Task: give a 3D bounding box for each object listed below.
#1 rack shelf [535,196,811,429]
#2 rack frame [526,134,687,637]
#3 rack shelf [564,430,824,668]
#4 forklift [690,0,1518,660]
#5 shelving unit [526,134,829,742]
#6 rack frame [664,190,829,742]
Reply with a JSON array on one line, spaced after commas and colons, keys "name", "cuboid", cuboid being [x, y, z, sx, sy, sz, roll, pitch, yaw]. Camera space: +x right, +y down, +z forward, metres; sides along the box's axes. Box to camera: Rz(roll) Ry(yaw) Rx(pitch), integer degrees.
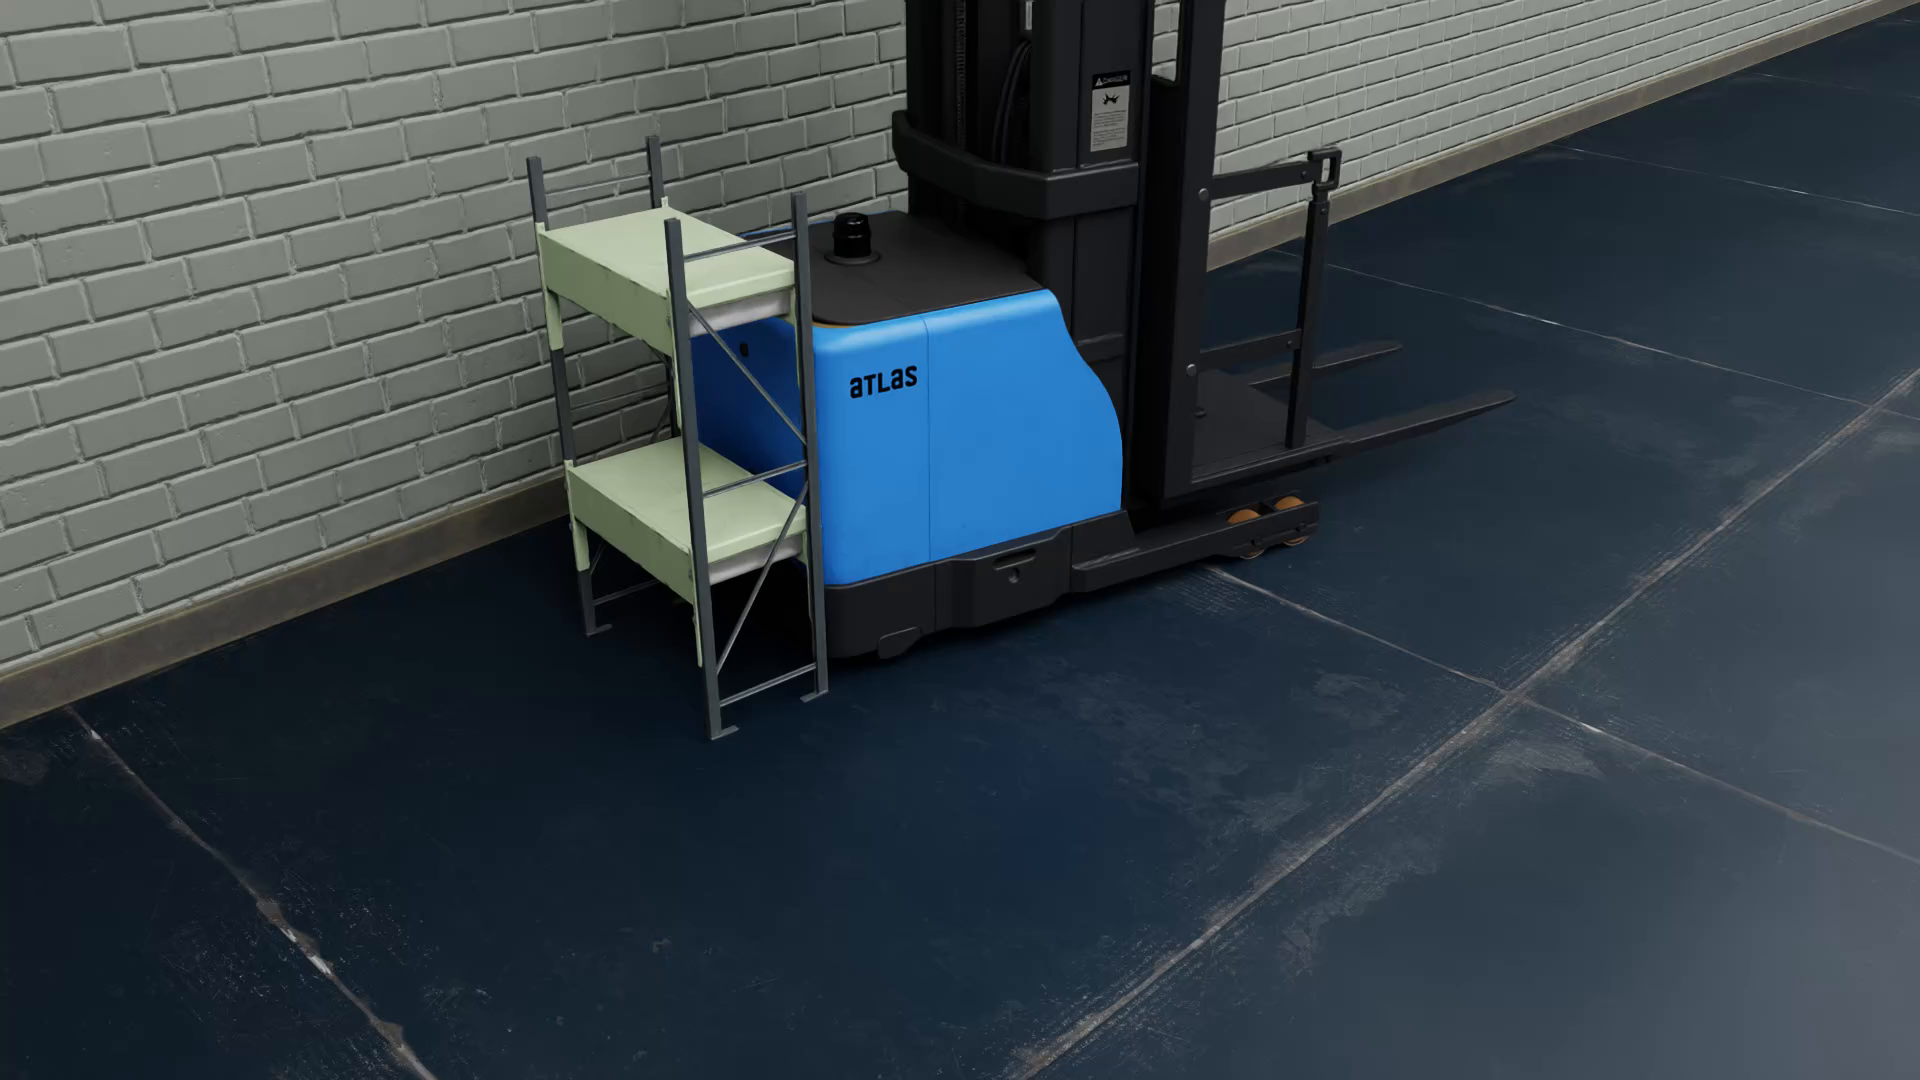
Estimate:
[{"name": "rack shelf", "cuboid": [-0.780, -0.637, 4.511, 0.431, 0.370, 0.720, -21, 34, -34]}, {"name": "rack frame", "cuboid": [-1.011, -0.423, 4.944, 0.400, 1.500, 0.023, -21, 34, -34]}, {"name": "rack shelf", "cuboid": [-0.780, -0.003, 4.844, 0.431, 0.370, 0.720, -21, 34, -34]}, {"name": "forklift", "cuboid": [0.644, -1.428, 5.316, 3.031, 2.935, 1.130, -15, 31, -26]}, {"name": "shelving unit", "cuboid": [-0.780, -0.291, 4.692, 0.431, 1.500, 0.755, -21, 34, -34]}, {"name": "rack frame", "cuboid": [-0.549, -0.159, 4.441, 0.400, 1.500, 0.023, -21, 34, -34]}]
